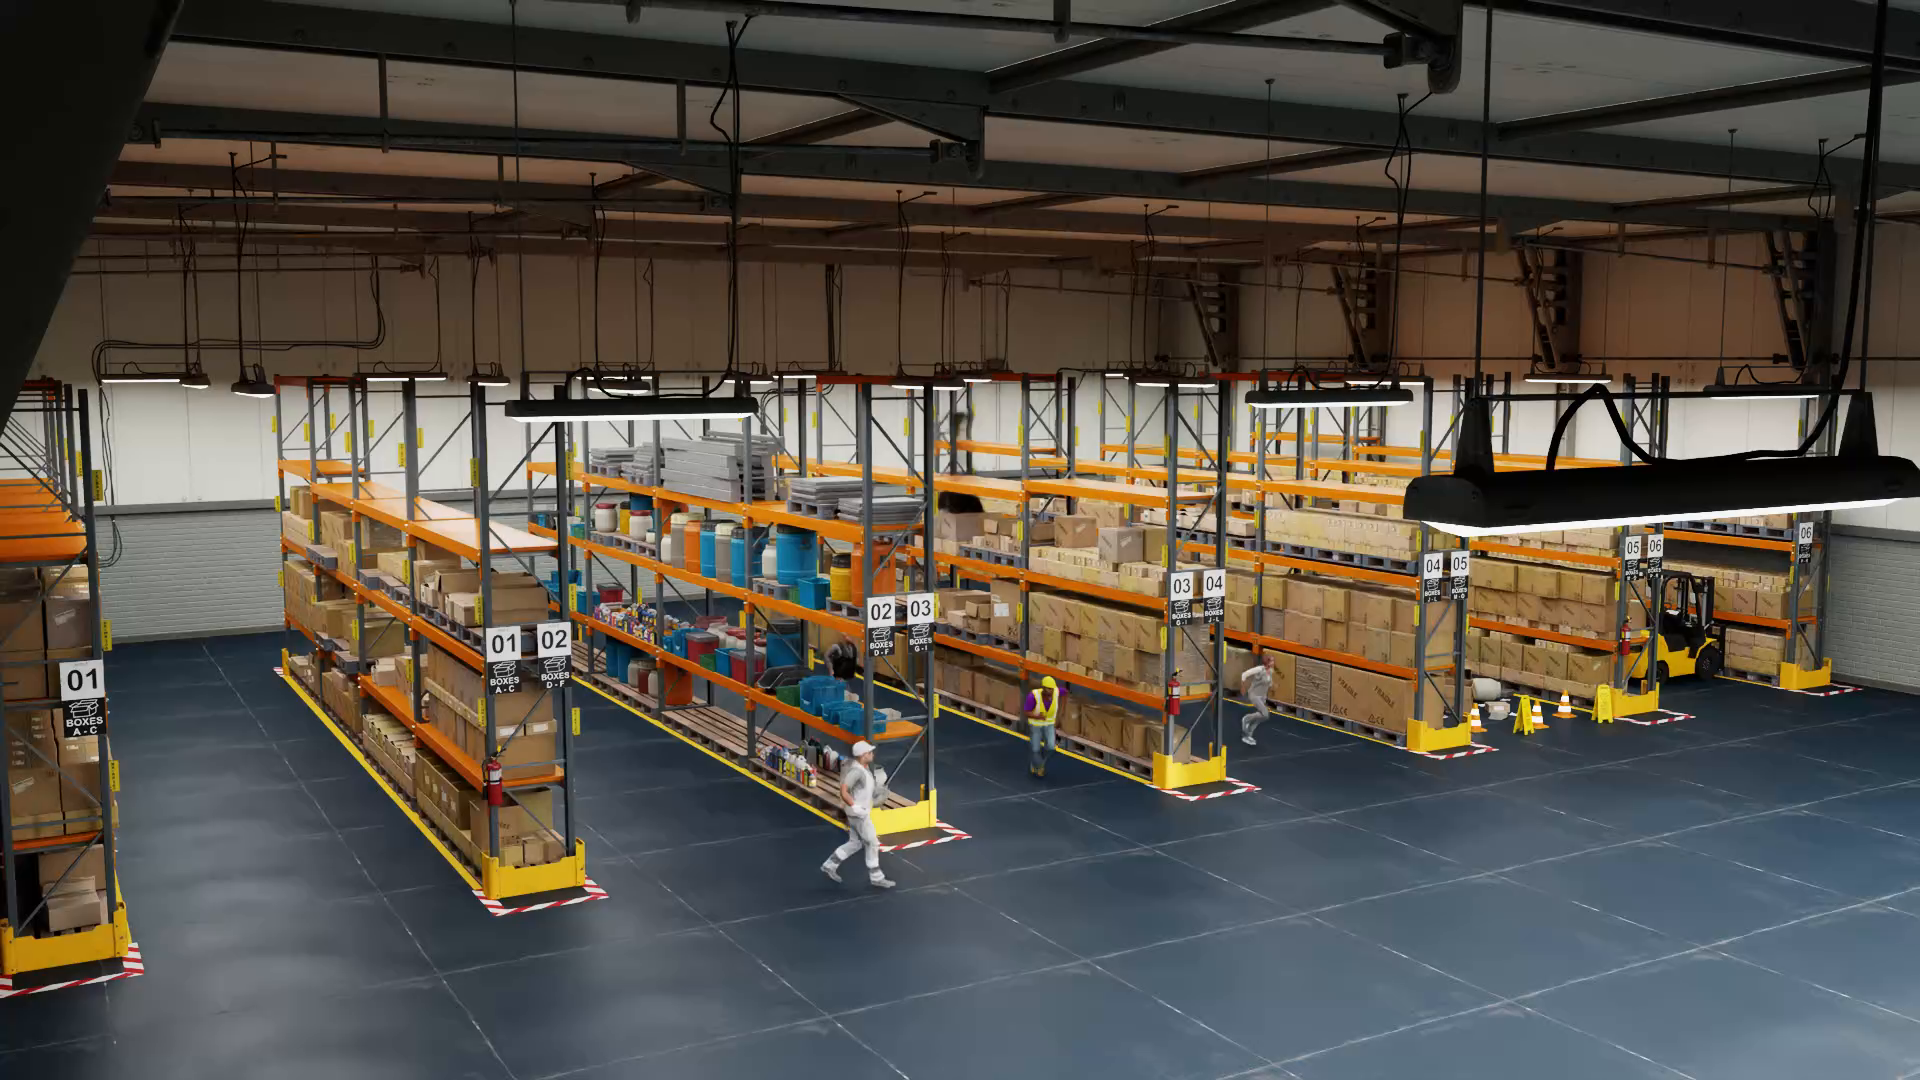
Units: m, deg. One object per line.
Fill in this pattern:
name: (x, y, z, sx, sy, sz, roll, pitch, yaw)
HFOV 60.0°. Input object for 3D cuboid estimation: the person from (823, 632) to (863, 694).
person: (-1.993, 2.391, 28.477, 0.874, 1.772, 0.595, 5, 8, 37)

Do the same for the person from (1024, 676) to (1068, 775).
person: (1.296, 2.789, 25.031, 0.744, 1.592, 0.897, -2, 6, -15)

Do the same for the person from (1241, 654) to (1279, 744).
person: (4.928, 2.605, 27.253, 0.659, 1.526, 0.525, 5, 8, 41)

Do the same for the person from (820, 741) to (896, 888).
person: (-1.222, 3.269, 19.801, 0.903, 1.786, 0.663, 0, 6, -1)
